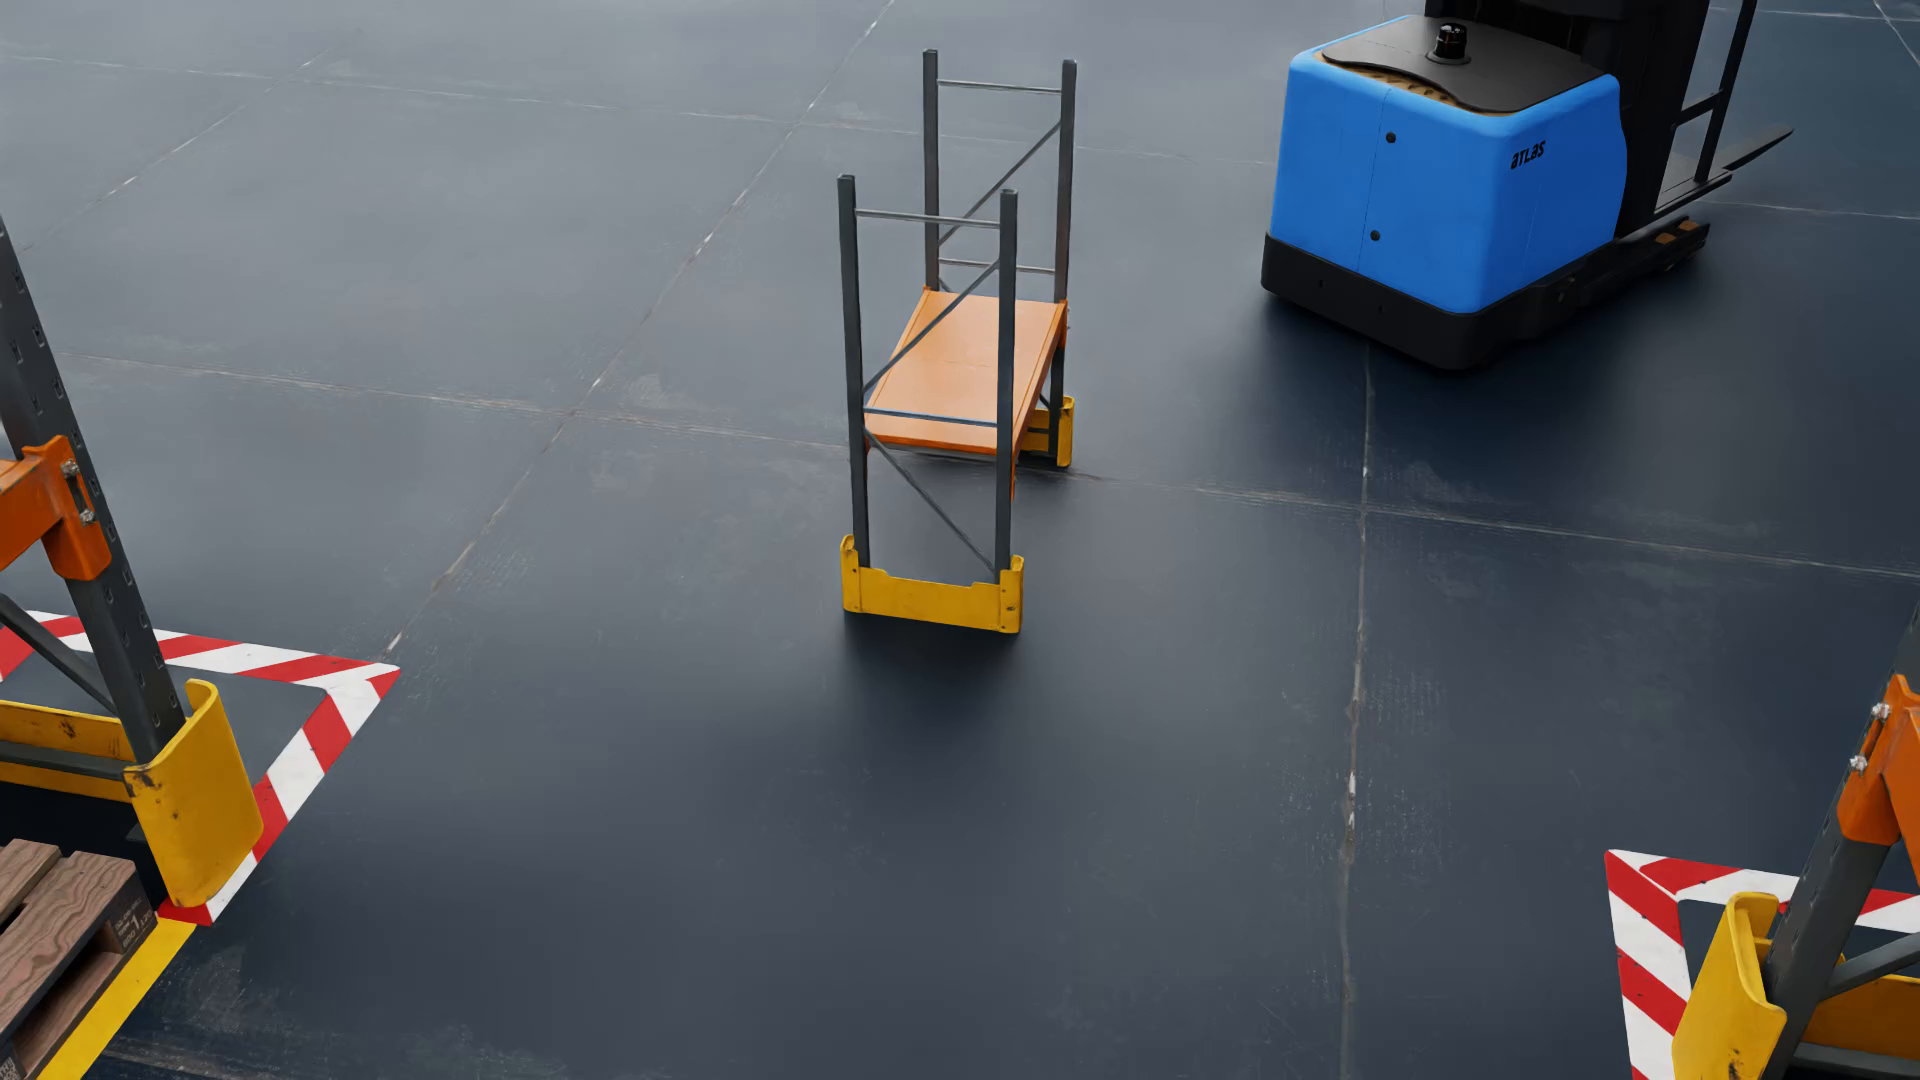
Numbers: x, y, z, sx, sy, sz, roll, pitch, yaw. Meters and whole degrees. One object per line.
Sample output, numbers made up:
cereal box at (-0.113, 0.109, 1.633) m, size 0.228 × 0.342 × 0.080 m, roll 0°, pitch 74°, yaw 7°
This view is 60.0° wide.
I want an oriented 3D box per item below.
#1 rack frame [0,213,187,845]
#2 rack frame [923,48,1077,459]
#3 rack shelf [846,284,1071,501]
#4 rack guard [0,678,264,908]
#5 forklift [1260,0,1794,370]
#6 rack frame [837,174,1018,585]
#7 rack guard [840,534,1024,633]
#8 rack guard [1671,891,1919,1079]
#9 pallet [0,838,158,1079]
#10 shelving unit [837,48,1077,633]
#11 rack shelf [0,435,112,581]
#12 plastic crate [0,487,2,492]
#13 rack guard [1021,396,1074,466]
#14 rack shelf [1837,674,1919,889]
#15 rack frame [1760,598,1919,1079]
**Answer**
rack frame at (-2.564, -0.454, 3.820) m, size 1.000 × 3.000 × 0.127 m, roll 7°, pitch 37°, yaw 10°
rack frame at (0.127, -0.948, 5.779) m, size 0.500 × 1.500 × 0.032 m, roll 7°, pitch 37°, yaw 10°
rack shelf at (0.018, -0.511, 5.483) m, size 0.538 × 0.185 × 1.000 m, roll 7°, pitch 37°, yaw 10°
rack guard at (-2.534, 0.608, 4.485) m, size 1.175 × 0.500 × 0.348 m, roll 7°, pitch 37°, yaw 10°
forklift at (2.732, -2.590, 6.826) m, size 3.031 × 2.935 × 1.130 m, roll -27°, pitch 44°, yaw -32°
rack frame at (-0.090, -0.365, 4.975) m, size 0.500 × 1.500 × 0.032 m, roll 7°, pitch 37°, yaw 10°
rack guard at (-0.090, 0.141, 5.343) m, size 0.587 × 0.250 × 0.087 m, roll 7°, pitch 37°, yaw 10°
rack guard at (2.280, 1.168, 3.713) m, size 1.175 × 0.500 × 0.348 m, roll 7°, pitch 37°, yaw 10°
pallet at (-2.713, 1.190, 3.928) m, size 1.003 × 0.211 × 1.213 m, roll 7°, pitch 37°, yaw 10°
shelving unit at (0.016, -0.651, 5.370) m, size 0.587 × 1.500 × 1.083 m, roll 7°, pitch 37°, yaw 10°
rack shelf at (-2.991, 0.984, 2.449) m, size 1.077 × 0.370 × 4.000 m, roll 7°, pitch 37°, yaw 10°
plastic crate at (-2.378, -0.069, 3.416) m, size 0.499 × 0.251 × 0.616 m, roll 7°, pitch 37°, yaw 10°
rack guard at (0.123, -0.430, 6.131) m, size 0.587 × 0.250 × 0.087 m, roll 7°, pitch 37°, yaw 10°
rack shelf at (1.847, 1.607, 1.589) m, size 1.077 × 0.370 × 4.000 m, roll 7°, pitch 37°, yaw 10°
rack frame at (2.274, 0.169, 2.960) m, size 1.000 × 3.000 × 0.127 m, roll 7°, pitch 37°, yaw 10°
